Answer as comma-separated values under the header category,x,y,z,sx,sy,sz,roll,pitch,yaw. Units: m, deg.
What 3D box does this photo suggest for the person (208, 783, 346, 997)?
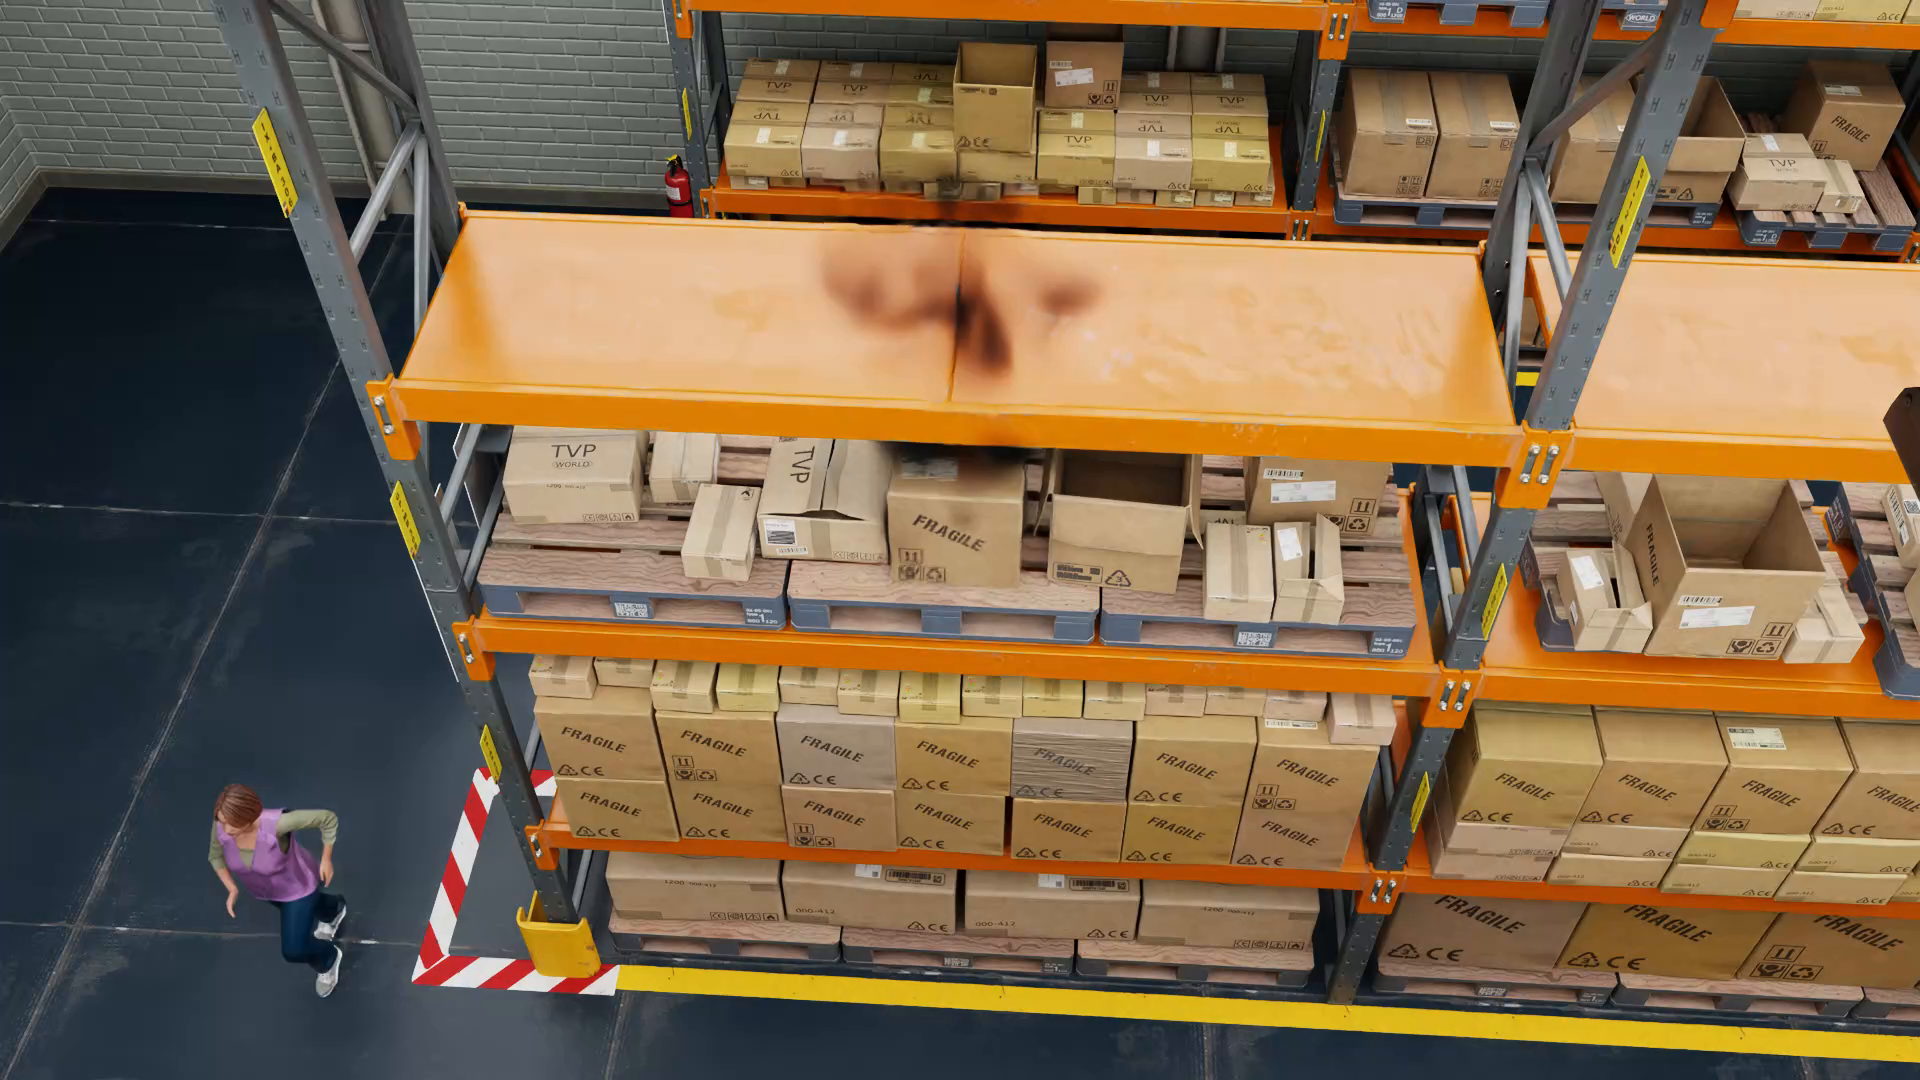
category,x,y,z,sx,sy,sz,roll,pitch,yaw
person,-3.303,1.710,8.141,0.545,1.591,0.647,10,49,9
